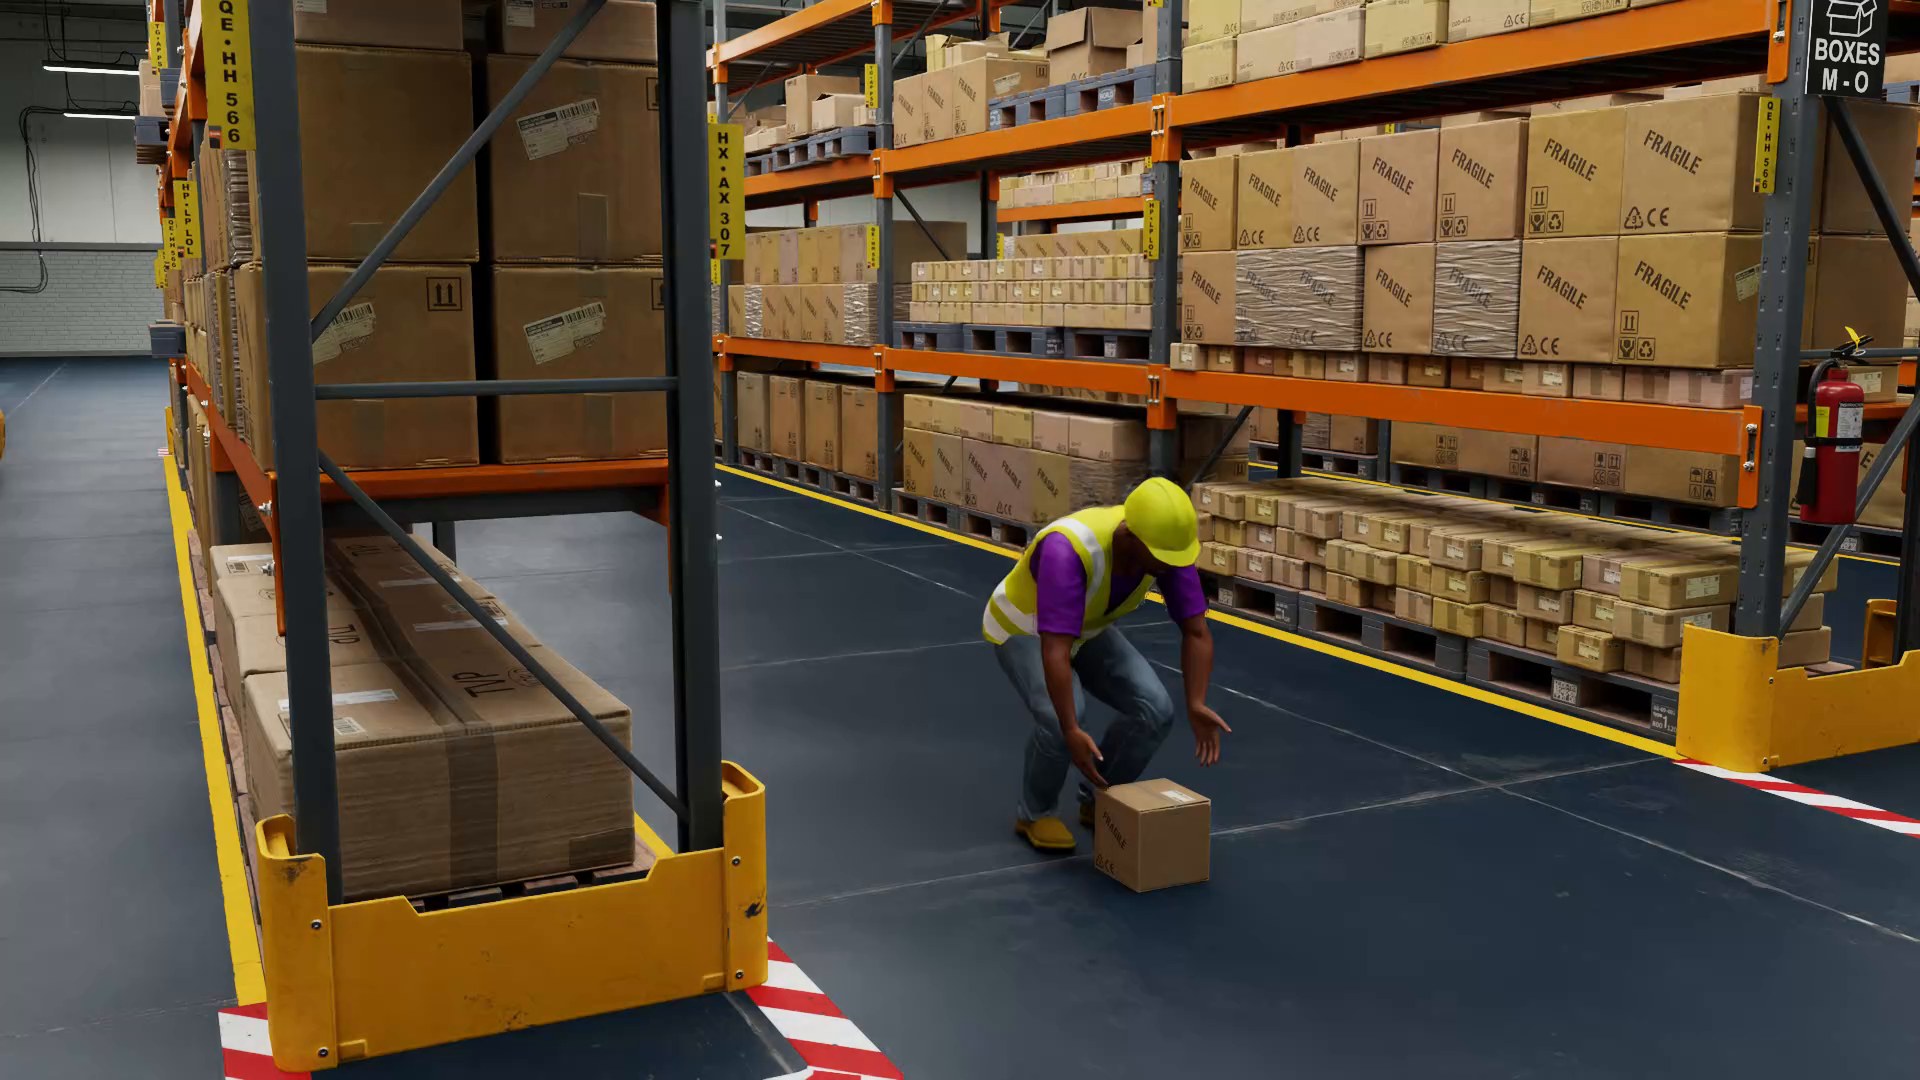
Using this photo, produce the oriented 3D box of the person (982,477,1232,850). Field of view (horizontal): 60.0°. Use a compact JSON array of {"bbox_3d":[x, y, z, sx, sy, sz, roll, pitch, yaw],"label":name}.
[{"bbox_3d":[0.447,0.367,5.242,0.619,1.196,0.847,-4,9,-26],"label":"person"}]
